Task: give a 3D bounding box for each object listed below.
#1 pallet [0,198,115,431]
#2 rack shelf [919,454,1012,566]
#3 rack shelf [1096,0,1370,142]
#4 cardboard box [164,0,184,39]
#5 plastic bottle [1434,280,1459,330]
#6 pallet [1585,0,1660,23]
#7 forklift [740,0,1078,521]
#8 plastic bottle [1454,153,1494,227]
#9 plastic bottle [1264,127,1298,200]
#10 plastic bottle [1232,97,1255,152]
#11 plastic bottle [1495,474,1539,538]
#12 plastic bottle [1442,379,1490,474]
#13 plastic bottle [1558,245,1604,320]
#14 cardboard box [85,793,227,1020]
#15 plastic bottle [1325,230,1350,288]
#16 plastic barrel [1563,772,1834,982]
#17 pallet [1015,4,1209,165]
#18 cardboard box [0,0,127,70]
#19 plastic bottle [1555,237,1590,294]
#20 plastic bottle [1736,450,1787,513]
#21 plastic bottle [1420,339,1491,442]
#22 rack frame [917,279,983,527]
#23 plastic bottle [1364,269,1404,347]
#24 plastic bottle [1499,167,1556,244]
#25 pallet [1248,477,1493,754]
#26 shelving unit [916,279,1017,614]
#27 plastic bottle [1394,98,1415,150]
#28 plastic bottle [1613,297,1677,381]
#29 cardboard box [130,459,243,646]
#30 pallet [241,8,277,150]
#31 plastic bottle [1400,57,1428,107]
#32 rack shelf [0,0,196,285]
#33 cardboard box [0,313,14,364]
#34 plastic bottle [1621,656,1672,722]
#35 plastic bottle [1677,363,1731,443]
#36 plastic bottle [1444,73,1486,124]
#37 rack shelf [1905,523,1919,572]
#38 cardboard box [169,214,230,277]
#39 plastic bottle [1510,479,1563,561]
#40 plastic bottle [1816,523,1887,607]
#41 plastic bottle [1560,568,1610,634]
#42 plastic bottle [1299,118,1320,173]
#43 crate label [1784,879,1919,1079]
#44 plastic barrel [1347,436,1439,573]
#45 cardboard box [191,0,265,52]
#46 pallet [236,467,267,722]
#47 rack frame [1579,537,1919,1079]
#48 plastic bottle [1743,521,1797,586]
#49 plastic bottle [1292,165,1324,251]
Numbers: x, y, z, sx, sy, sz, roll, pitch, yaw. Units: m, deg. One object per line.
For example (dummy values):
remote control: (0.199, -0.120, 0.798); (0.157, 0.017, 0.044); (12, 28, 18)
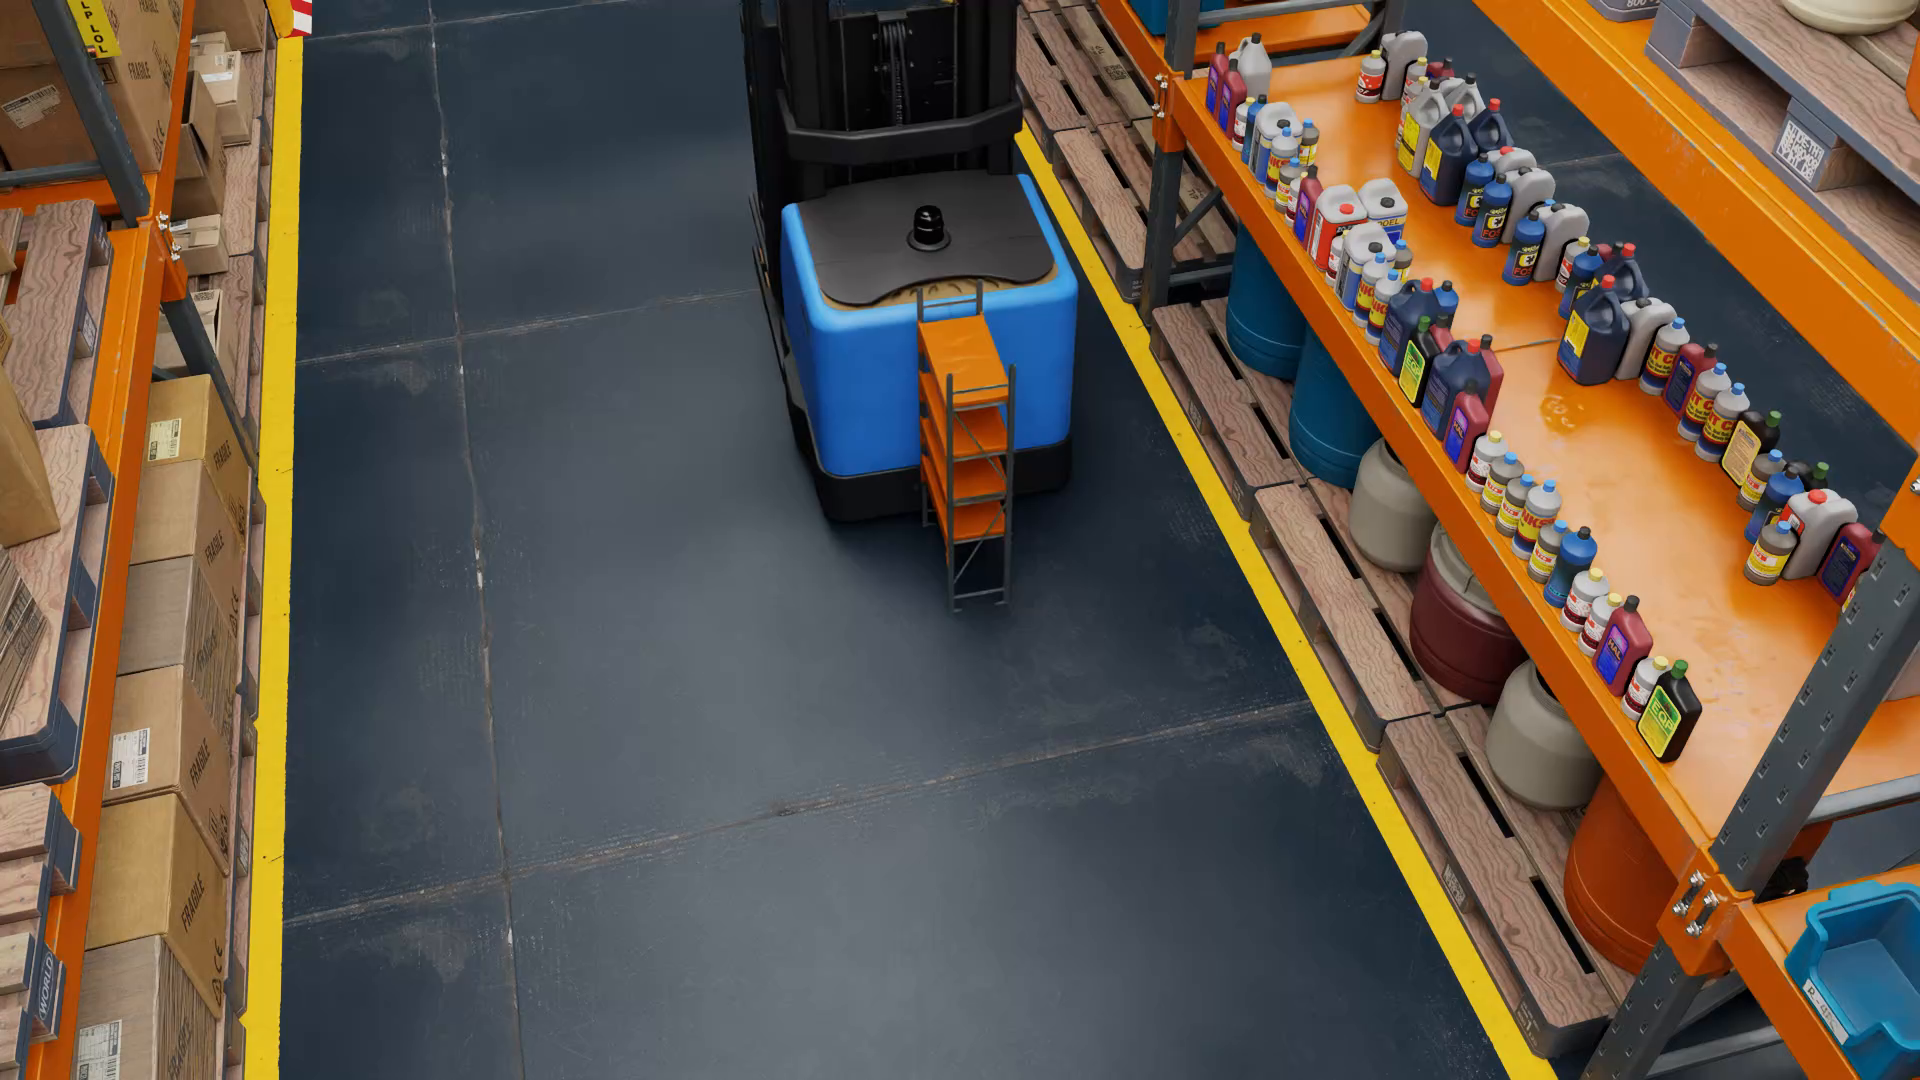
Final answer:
pallet: (-3.356, -0.619, 5.391); (1.003, 0.211, 1.213); (-11, 47, -10)
rack shelf: (0.018, -0.140, 6.419); (0.258, 0.148, 0.480); (-9, 46, -9)
rack shelf: (0.823, -3.290, 8.378); (1.077, 0.370, 4.000); (-11, 47, -10)
cardboard box: (-3.582, -2.394, 6.926); (0.500, 0.500, 0.500); (-11, 47, -11)
plastic bottle: (1.574, -0.735, 5.460); (0.097, 0.271, 0.097); (0, 46, 0)
pallet: (1.923, -1.839, 4.484); (1.003, 0.211, 1.213); (-11, 47, -10)
forklift: (-0.367, -2.173, 6.827); (1.130, 2.935, 3.031); (-9, 46, -9)
plastic bottle: (1.855, -1.267, 5.982); (0.097, 0.271, 0.097); (0, 46, 0)
plastic bottle: (1.182, -1.389, 6.101); (0.097, 0.271, 0.097); (0, 46, 0)
plastic bottle: (1.097, -1.592, 6.349); (0.097, 0.201, 0.097); (0, 46, 0)
plastic bottle: (1.647, -0.110, 4.896); (0.097, 0.201, 0.097); (0, 46, 0)
plastic bottle: (1.550, -0.349, 5.074); (0.061, 0.283, 0.133); (-11, 47, -10)
plastic bottle: (2.096, -0.872, 5.594); (0.097, 0.271, 0.097); (0, 46, 0)
cardboard box: (-2.534, 1.150, 4.965); (0.500, 0.500, 0.500); (-11, 47, -11)
plastic bottle: (1.325, -0.978, 5.748); (0.097, 0.201, 0.097); (0, 46, 0)
plastic barrel: (2.217, 0.878, 5.015); (0.600, 0.830, 0.708); (-11, 47, -10)
pallet: (0.793, -2.530, 9.081); (1.003, 0.211, 1.213); (-11, 47, -10)
cardboard box: (-3.303, -2.020, 5.859); (0.500, 0.500, 0.500); (-10, 46, -9)
plastic bottle: (2.120, -0.950, 5.720); (0.097, 0.201, 0.097); (0, 46, 0)
plastic bottle: (2.404, -0.185, 4.970); (0.097, 0.201, 0.097); (0, 46, 0)
plastic bottle: (1.550, -0.490, 5.165); (0.144, 0.351, 0.185); (-11, 47, -10)
rack frame: (-0.036, -0.496, 6.396); (0.240, 1.200, 0.015); (-9, 46, -9)
plastic bottle: (1.409, -0.775, 5.500); (0.097, 0.271, 0.097); (0, 46, 0)
plastic bottle: (2.005, -1.212, 5.924); (0.152, 0.276, 0.135); (-11, 47, -10)
pallet: (1.808, 0.199, 6.407); (1.003, 0.211, 1.213); (-11, 47, -10)
shelving unit: (0.018, -0.326, 6.229); (0.258, 1.200, 0.503); (-9, 46, -9)
plastic bottle: (1.726, -1.591, 6.348); (0.097, 0.201, 0.097); (0, 46, 0)
plastic bottle: (2.205, -0.672, 5.395); (0.152, 0.276, 0.135); (-11, 47, -10)
cardboard box: (-2.933, 0.094, 6.000); (0.500, 0.500, 0.500); (-11, 47, -10)
pallet: (-4.254, -2.441, 8.995); (1.003, 0.211, 1.213); (-11, 47, -10)
plastic bottle: (1.804, -1.804, 6.557); (0.097, 0.201, 0.097); (0, 46, 0)
rack shelf: (-3.967, -2.387, 7.493); (1.077, 0.370, 4.000); (-11, 47, -10)
cardboard box: (-3.312, -0.609, 4.883); (0.700, 0.500, 0.500); (-4, 46, -4)
plastic bottle: (1.831, 0.386, 4.411); (0.097, 0.201, 0.097); (0, 46, 0)
plastic bottle: (2.320, -0.436, 5.167); (0.097, 0.271, 0.097); (0, 46, 0)
plastic bottle: (1.886, -1.569, 6.222); (0.144, 0.351, 0.185); (-11, 47, -10)
rack shelf: (2.871, 1.183, 1.894); (1.077, 0.370, 4.000); (-11, 47, -10)
cardboard box: (-3.584, -1.345, 7.644); (0.380, 0.166, 0.250); (-11, 47, -10)
plastic bottle: (1.672, -0.067, 4.806); (0.097, 0.271, 0.097); (0, 46, 0)
plastic bottle: (2.520, 0.048, 4.684); (0.061, 0.283, 0.133); (-11, 47, -10)
plastic bottle: (1.747, 0.159, 4.633); (0.097, 0.201, 0.097); (0, 46, 0)
plastic bottle: (1.294, -1.486, 6.245); (0.097, 0.201, 0.097); (0, 46, 0)
crate label: (2.104, 1.018, 3.769); (0.303, 0.233, 0.416); (-11, 47, -10)
plastic barrel: (1.697, -0.164, 6.258); (0.421, 0.512, 0.421); (0, 46, 0)
cardboard box: (-4.101, -2.969, 9.001); (0.500, 0.500, 0.500); (-11, 47, -10)
pallet: (-3.210, 0.273, 6.335); (1.003, 0.211, 1.213); (-11, 47, -10)
rack frame: (2.359, 0.600, 4.061); (1.000, 3.000, 0.127); (-11, 47, -10)
plastic bottle: (2.326, 0.028, 4.761); (0.097, 0.201, 0.097); (0, 46, 0)
plastic bottle: (1.243, -1.176, 5.884); (0.061, 0.283, 0.133); (-11, 47, -10)
